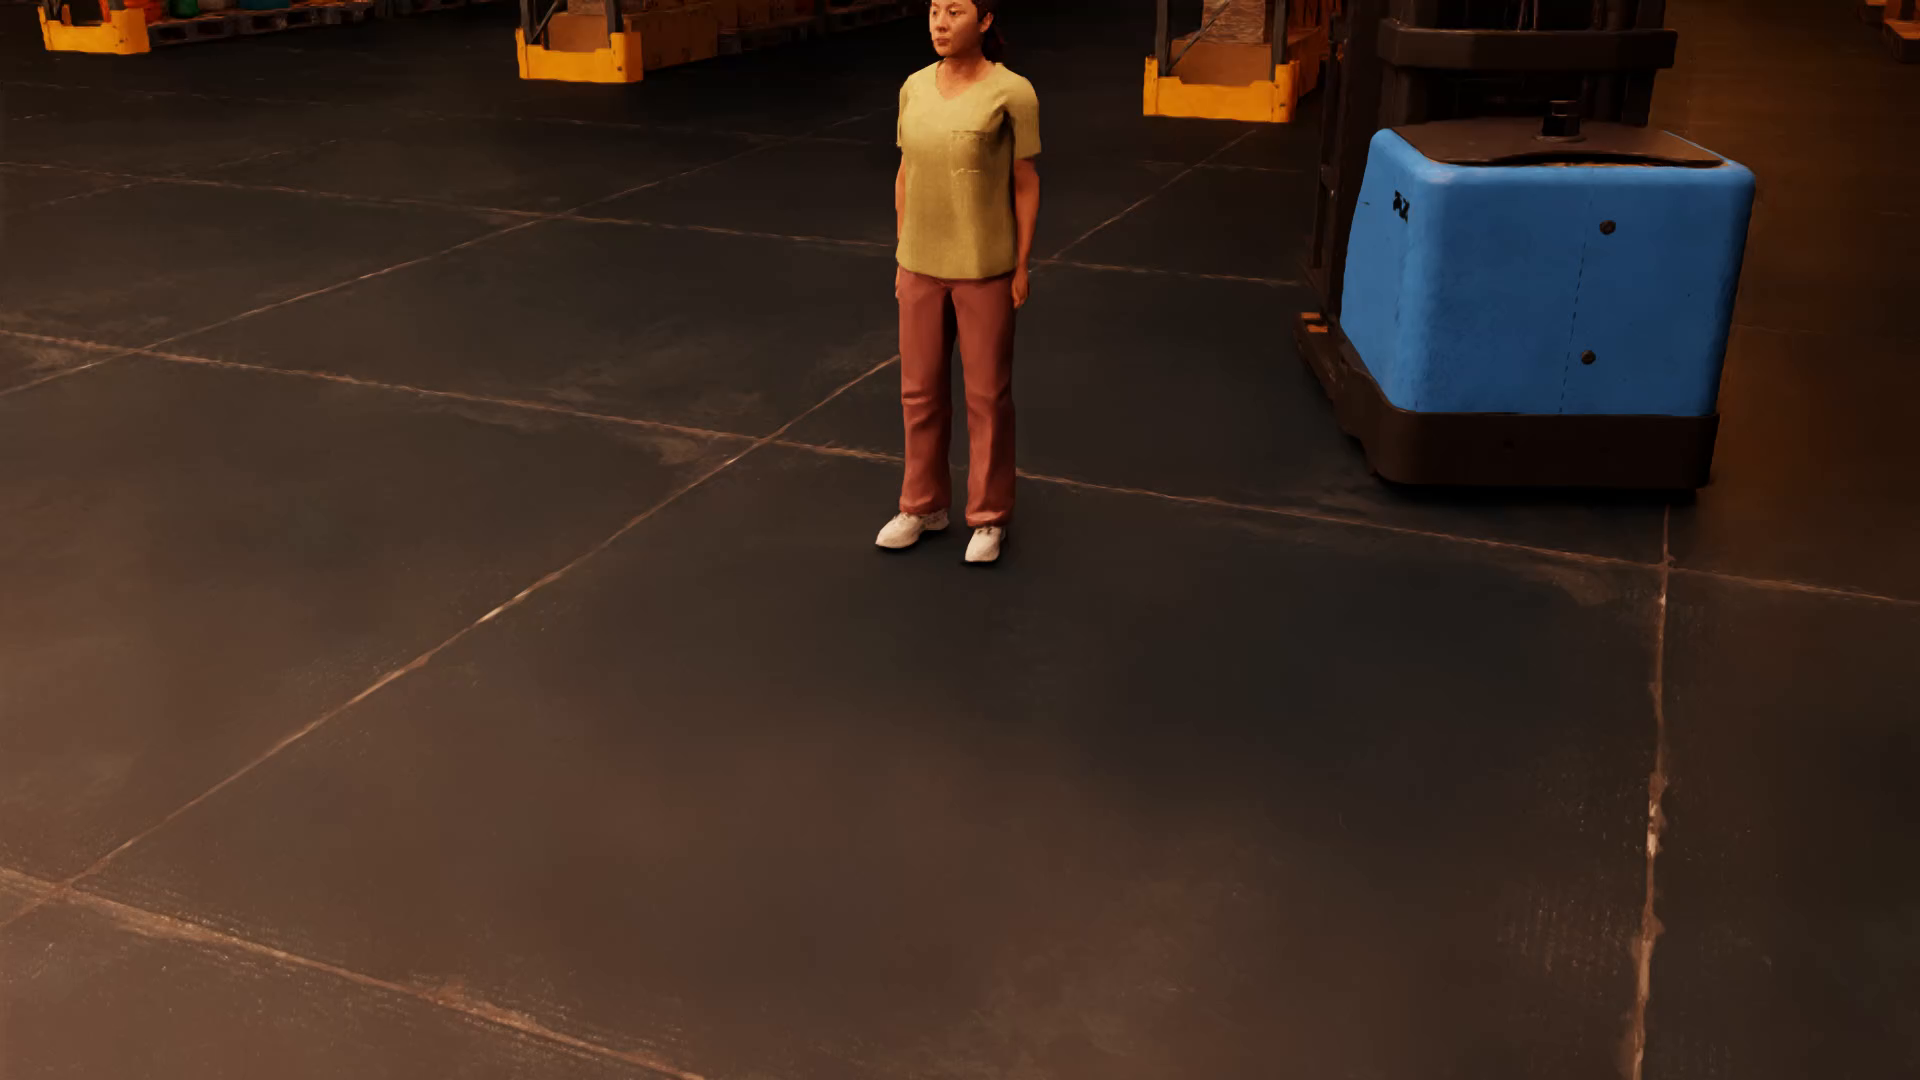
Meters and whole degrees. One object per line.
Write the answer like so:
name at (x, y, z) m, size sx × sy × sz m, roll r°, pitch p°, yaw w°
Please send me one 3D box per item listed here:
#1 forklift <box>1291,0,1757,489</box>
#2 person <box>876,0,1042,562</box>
forklift at (1.949, -2.038, 6.168) m, size 1.130 × 2.935 × 3.031 m, roll 1°, pitch 23°, yaw 2°
person at (-0.001, -0.768, 4.762) m, size 0.429 × 1.673 × 0.365 m, roll 9°, pitch 24°, yaw 21°
